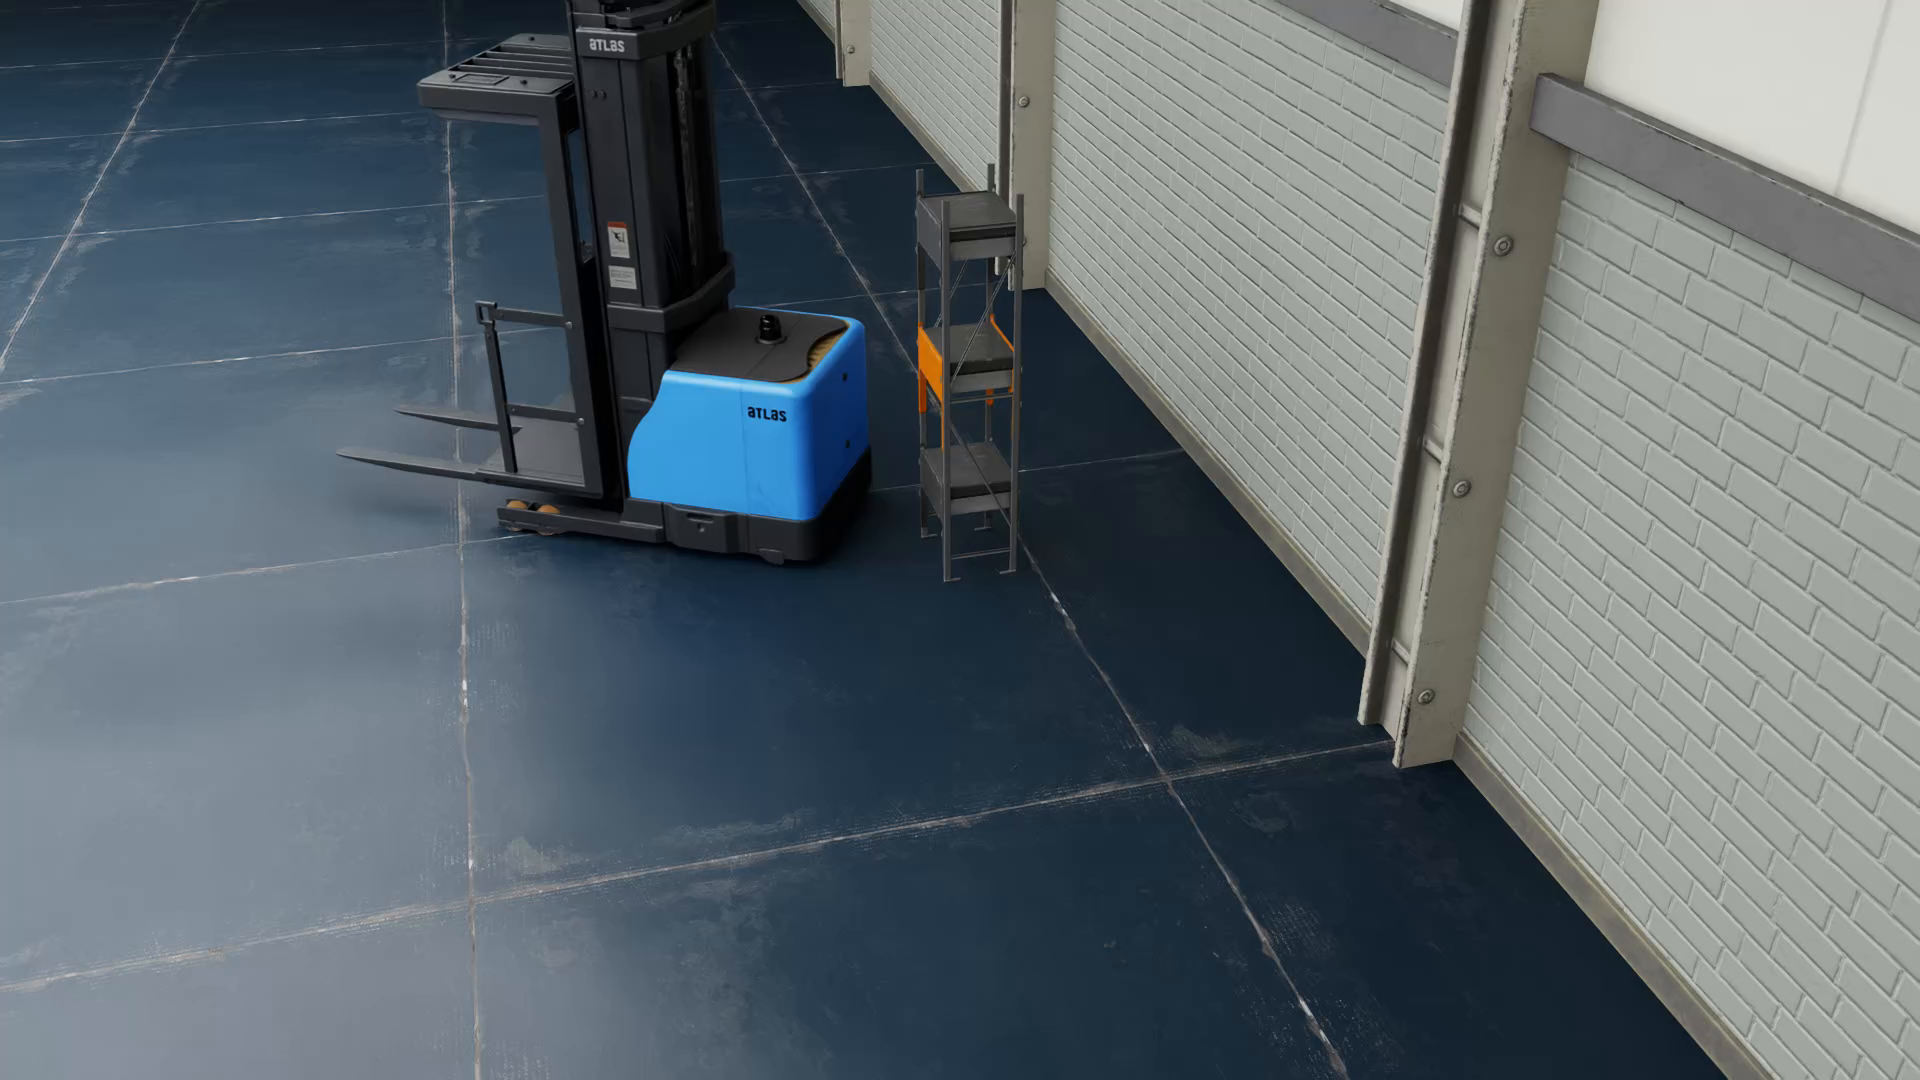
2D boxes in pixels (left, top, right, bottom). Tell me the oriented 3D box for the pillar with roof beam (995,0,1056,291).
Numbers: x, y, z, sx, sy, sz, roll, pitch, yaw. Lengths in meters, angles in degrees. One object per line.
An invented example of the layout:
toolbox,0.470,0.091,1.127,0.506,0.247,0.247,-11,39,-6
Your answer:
pillar with roof beam,-3.680,-5.308,9.437,9.100,9.000,0.400,-8,31,-13

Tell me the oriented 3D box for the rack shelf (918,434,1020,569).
rack shelf,0.044,-0.211,8.943,0.431,0.518,0.480,-8,31,-13

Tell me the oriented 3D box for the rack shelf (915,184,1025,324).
rack shelf,0.044,-1.423,8.242,0.431,0.518,0.480,-8,31,-13

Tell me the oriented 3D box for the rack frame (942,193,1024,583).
rack frame,0.109,-0.711,8.382,0.400,2.100,0.015,-8,31,-13

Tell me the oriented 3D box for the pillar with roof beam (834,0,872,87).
pillar with roof beam,-5.272,-8.206,14.444,9.100,9.000,0.400,-8,31,-13

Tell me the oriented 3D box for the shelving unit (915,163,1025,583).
shelving unit,0.044,-0.829,8.586,0.431,2.100,0.503,-8,31,-13

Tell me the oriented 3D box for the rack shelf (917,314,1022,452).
rack shelf,0.044,-0.817,8.593,0.431,0.518,0.480,-8,31,-13

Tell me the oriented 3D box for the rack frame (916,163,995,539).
rack frame,-0.021,-0.947,8.789,0.400,2.100,0.015,-8,31,-13

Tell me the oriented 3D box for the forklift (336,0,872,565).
forklift,-2.088,-1.538,8.981,3.031,2.935,1.130,8,31,13

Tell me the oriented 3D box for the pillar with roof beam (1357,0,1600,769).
pillar with roof beam,-2.087,-2.410,4.430,9.100,9.000,0.400,-8,31,-13
